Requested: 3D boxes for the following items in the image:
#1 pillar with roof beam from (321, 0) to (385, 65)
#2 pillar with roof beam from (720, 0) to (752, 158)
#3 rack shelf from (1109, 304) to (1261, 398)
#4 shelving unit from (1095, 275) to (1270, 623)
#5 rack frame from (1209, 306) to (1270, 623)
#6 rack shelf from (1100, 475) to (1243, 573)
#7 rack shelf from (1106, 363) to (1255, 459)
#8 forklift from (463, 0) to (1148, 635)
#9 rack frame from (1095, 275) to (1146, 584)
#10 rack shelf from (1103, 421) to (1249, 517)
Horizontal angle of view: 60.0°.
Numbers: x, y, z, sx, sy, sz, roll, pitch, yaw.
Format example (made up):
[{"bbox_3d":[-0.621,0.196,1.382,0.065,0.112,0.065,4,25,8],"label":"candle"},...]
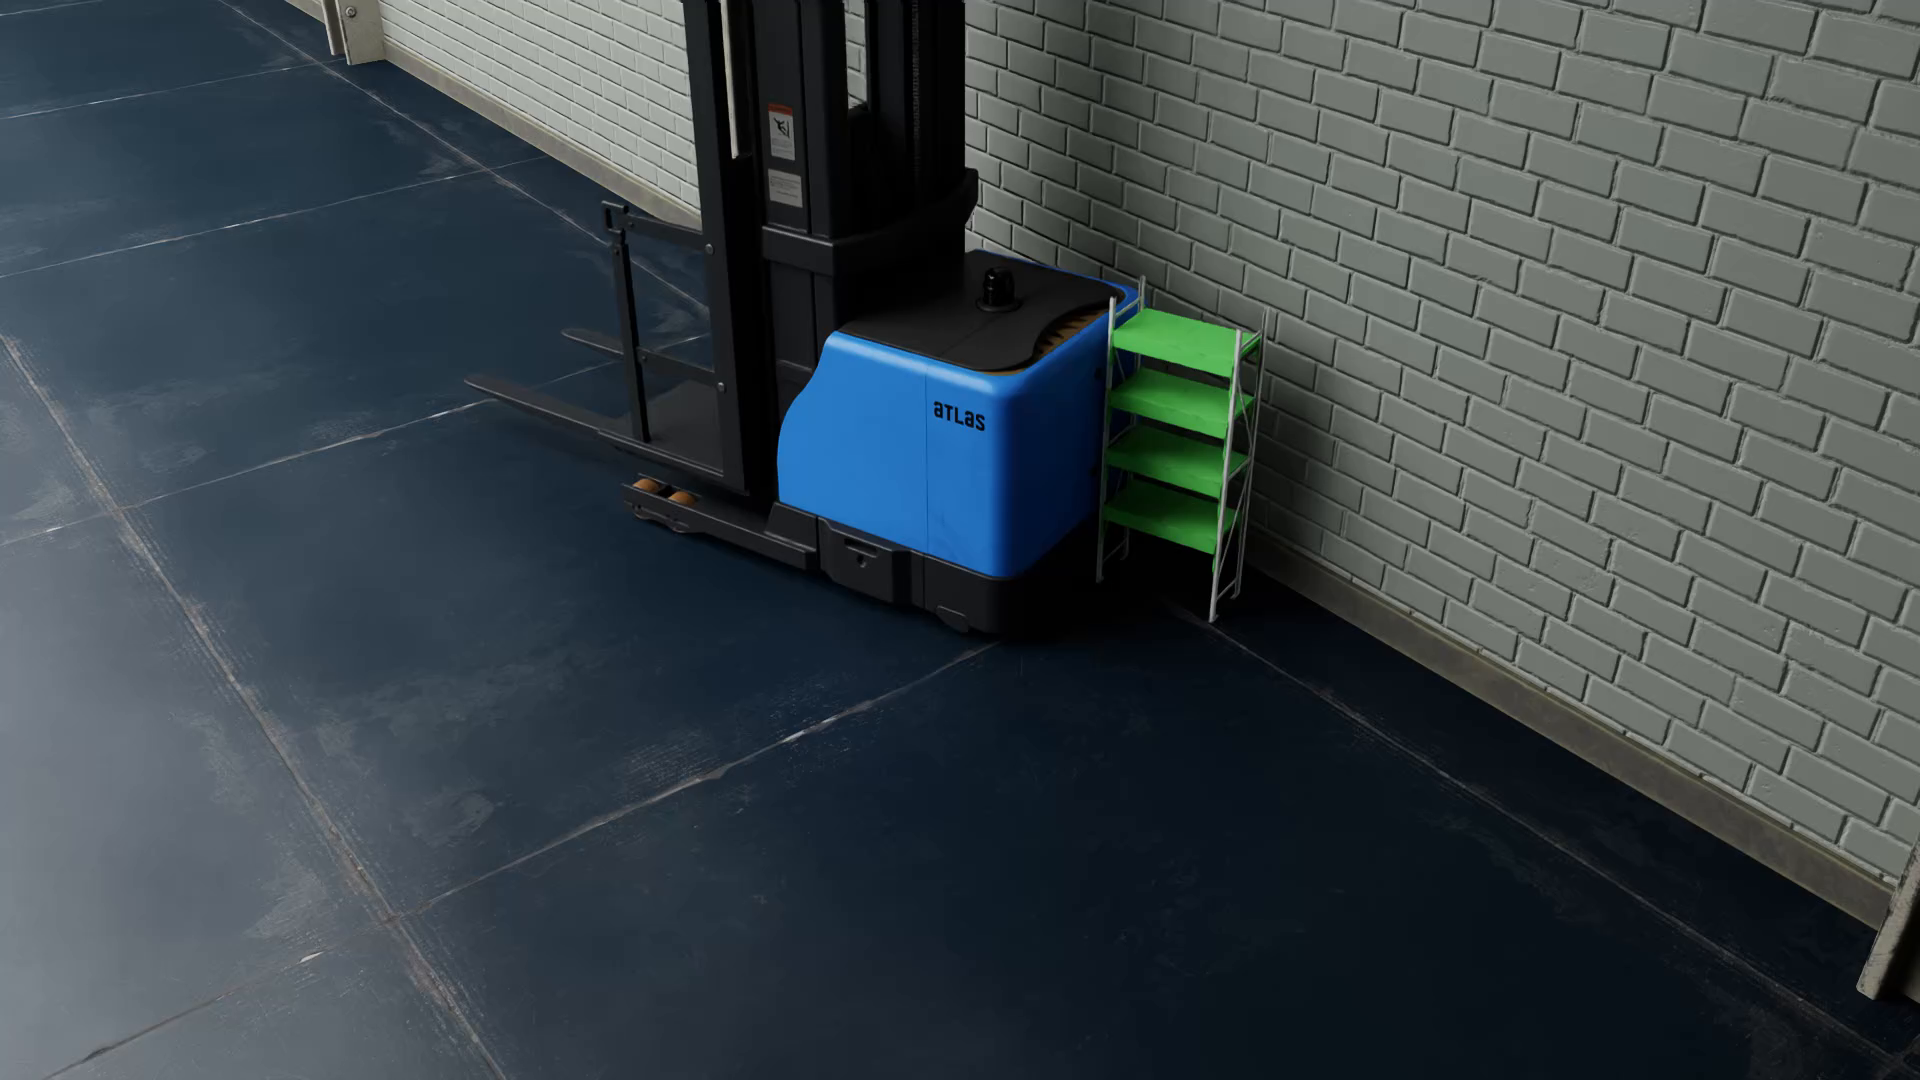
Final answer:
[{"bbox_3d":[-7.983,-6.129,8.088,9.100,9.000,0.400,-22,38,-31],"label":"pillar with roof beam"},{"bbox_3d":[-4.304,-3.628,4.062,9.100,9.000,0.400,-22,38,-31],"label":"pillar with roof beam"},{"bbox_3d":[0.804,-0.676,5.913,0.480,0.148,0.258,19,37,28],"label":"rack shelf"},{"bbox_3d":[0.804,-0.323,6.132,0.503,1.200,0.258,19,37,28],"label":"shelving unit"},{"bbox_3d":[1.008,-0.252,6.018,0.015,1.200,0.240,19,37,28],"label":"rack frame"},{"bbox_3d":[0.804,-0.064,6.293,0.480,0.148,0.258,19,37,28],"label":"rack shelf"},{"bbox_3d":[0.804,-0.472,6.039,0.480,0.148,0.258,19,37,28],"label":"rack shelf"},{"bbox_3d":[-0.793,-1.486,6.364,3.031,2.935,1.130,19,37,28],"label":"forklift"},{"bbox_3d":[0.600,-0.393,6.246,0.015,1.200,0.240,19,37,28],"label":"rack frame"},{"bbox_3d":[0.804,-0.268,6.166,0.480,0.148,0.258,19,37,28],"label":"rack shelf"}]
